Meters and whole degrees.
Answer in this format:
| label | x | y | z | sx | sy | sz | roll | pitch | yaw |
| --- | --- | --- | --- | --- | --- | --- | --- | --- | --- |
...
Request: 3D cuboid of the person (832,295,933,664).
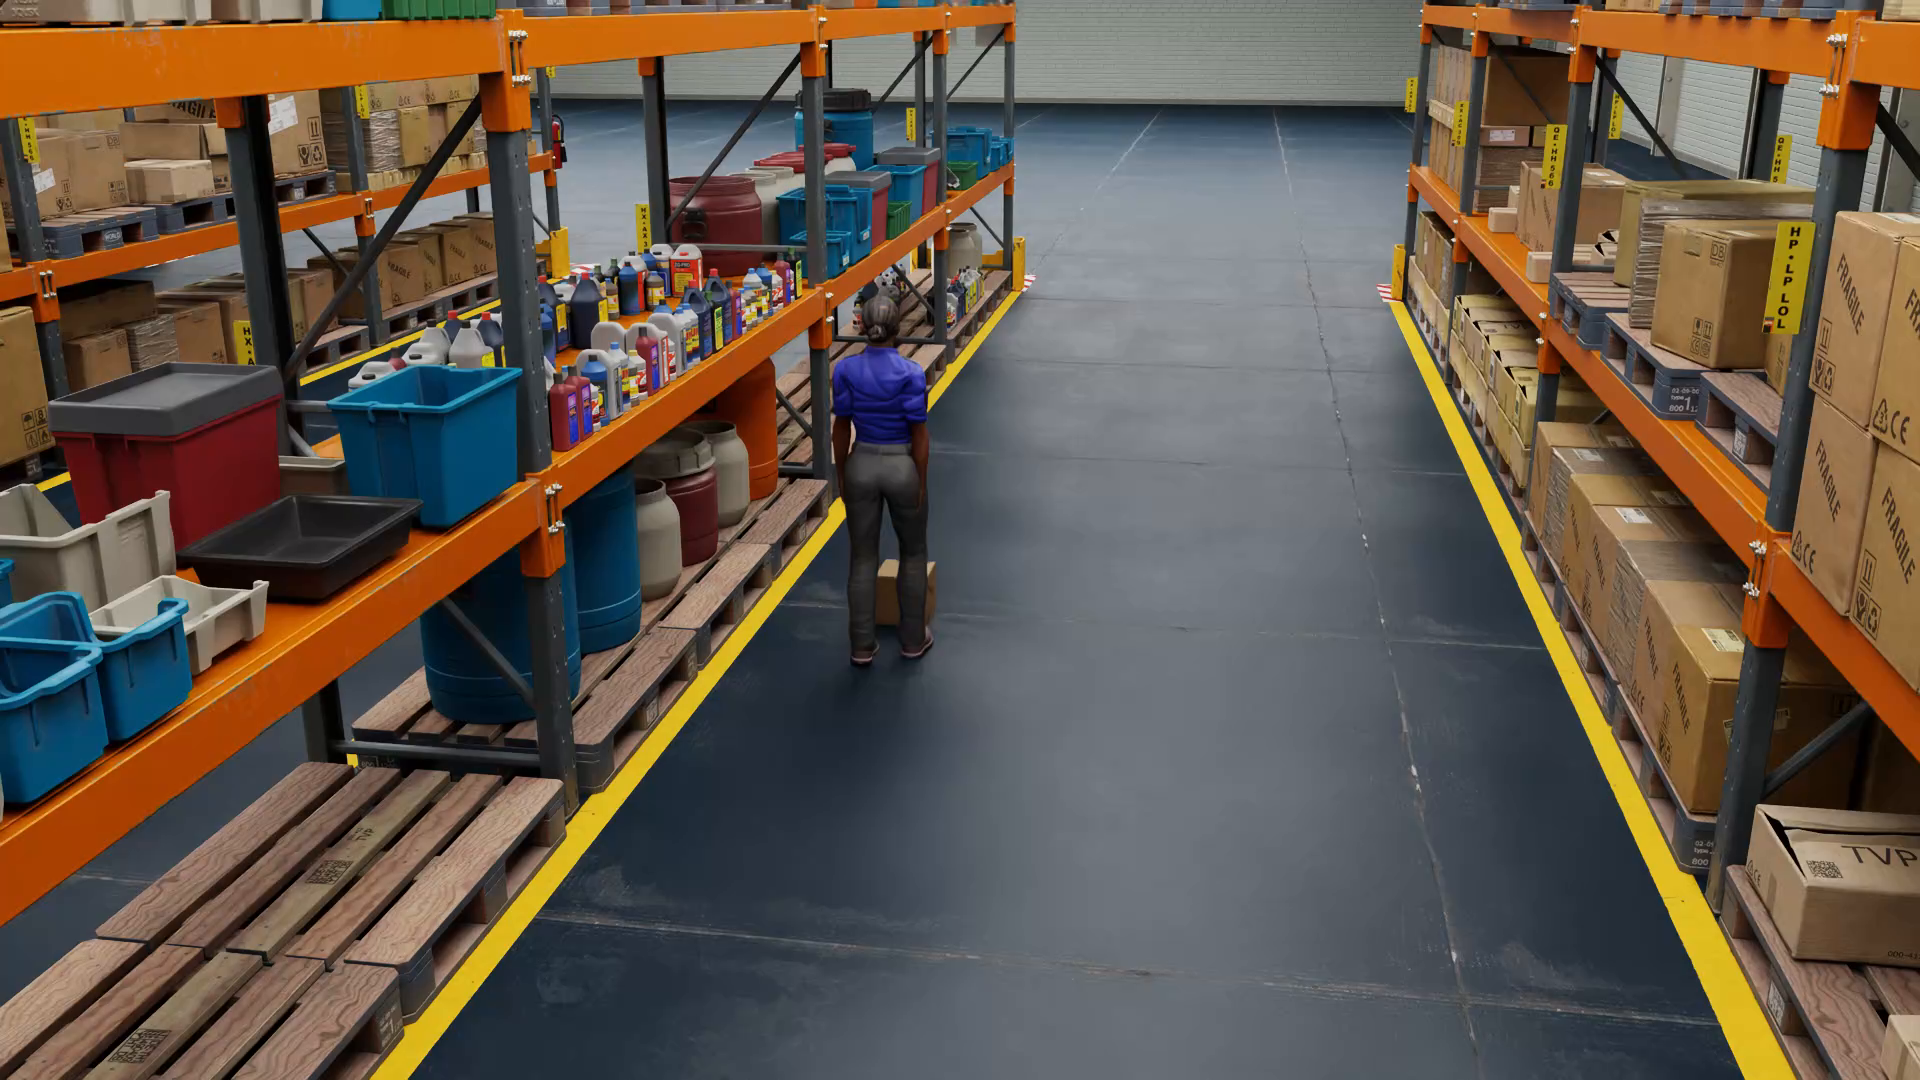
| label | x | y | z | sx | sy | sz | roll | pitch | yaw |
| --- | --- | --- | --- | --- | --- | --- | --- | --- | --- |
| person | -0.339 | -0.270 | 7.398 | 0.439 | 1.658 | 0.408 | 3 | 18 | 10 |
